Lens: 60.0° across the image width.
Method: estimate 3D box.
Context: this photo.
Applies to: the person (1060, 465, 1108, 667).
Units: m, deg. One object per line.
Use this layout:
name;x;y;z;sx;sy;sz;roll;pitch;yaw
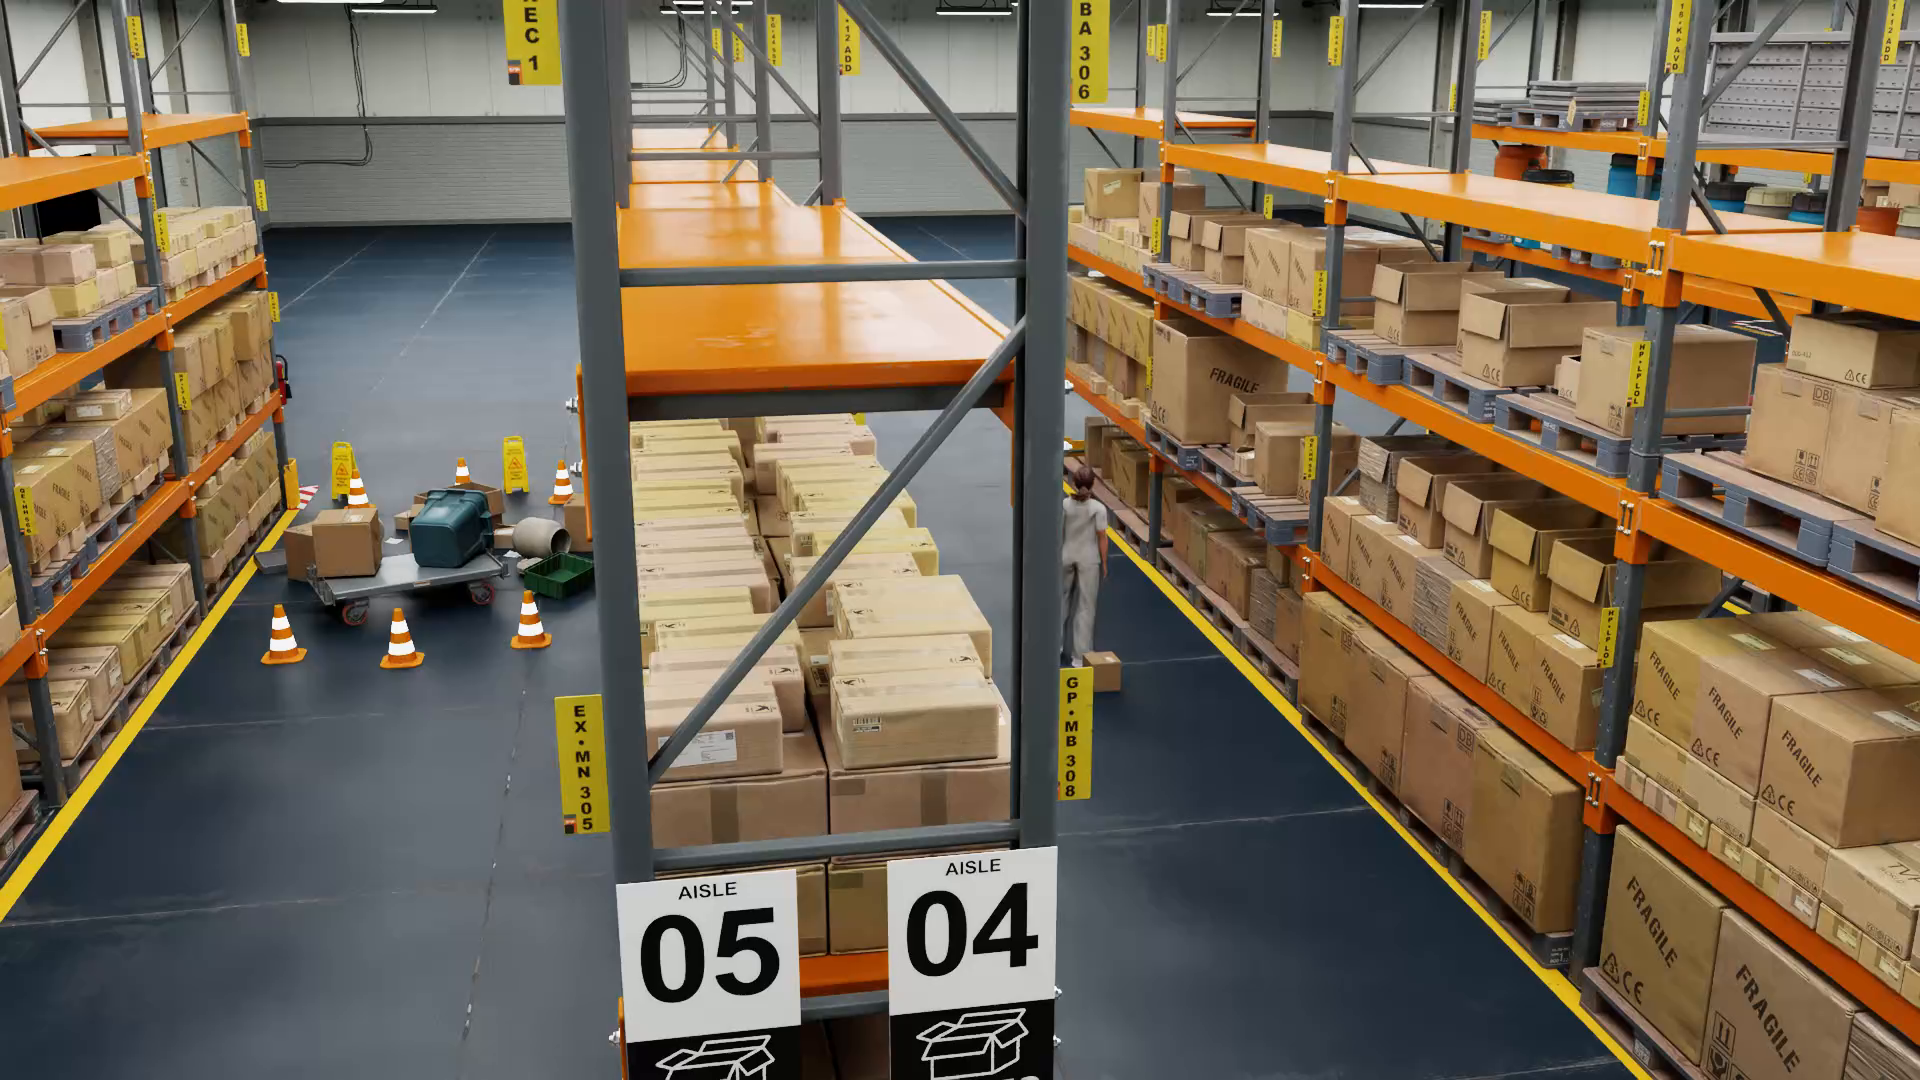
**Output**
person;0.972;0.185;13.851;0.681;1.659;0.581;9;18;27
